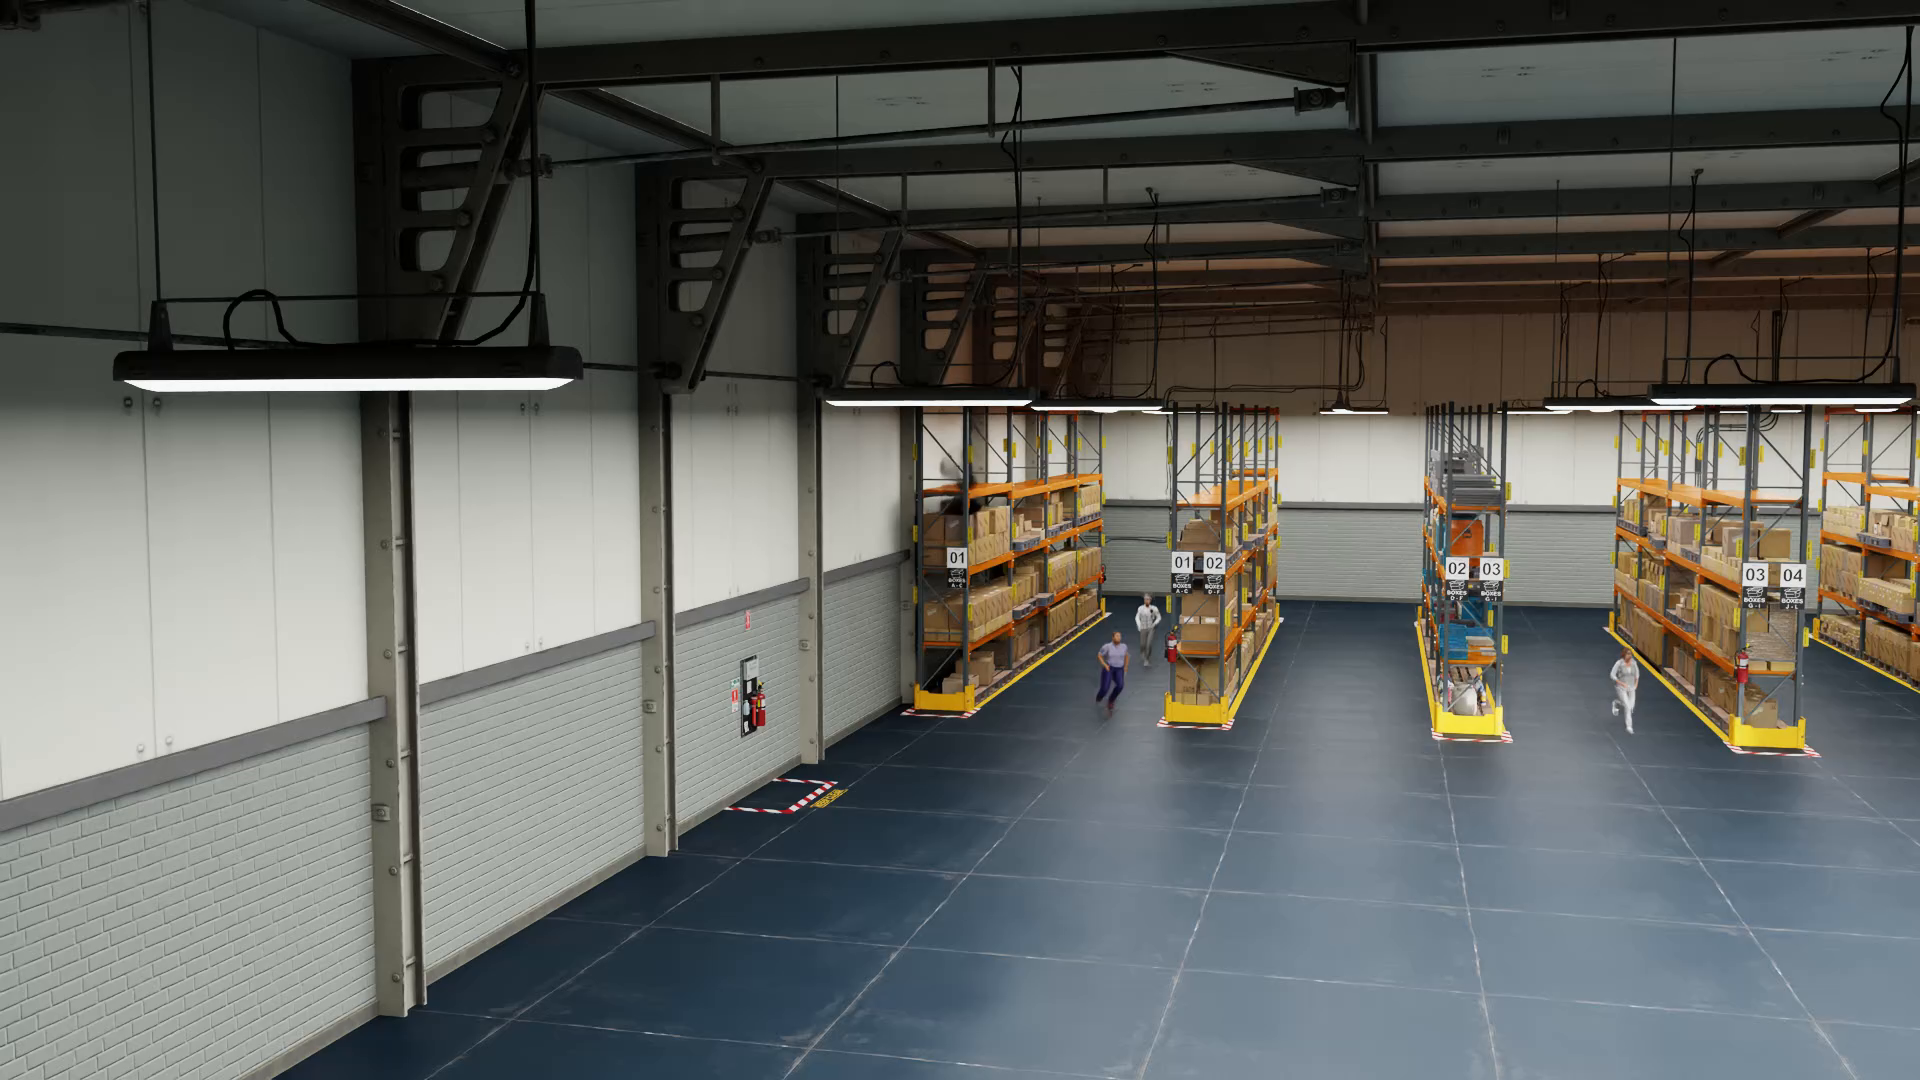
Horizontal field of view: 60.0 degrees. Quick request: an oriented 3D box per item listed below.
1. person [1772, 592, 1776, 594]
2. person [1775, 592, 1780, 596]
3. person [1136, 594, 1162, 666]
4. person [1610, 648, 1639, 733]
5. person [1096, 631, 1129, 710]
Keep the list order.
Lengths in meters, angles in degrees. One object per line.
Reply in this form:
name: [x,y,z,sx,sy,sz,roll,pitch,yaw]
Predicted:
person: [18.938,2.032,38.809,0.601,1.659,0.516,1,4,14]
person: [21.550,1.611,43.953,0.521,1.746,0.688,-2,5,-25]
person: [4.338,2.064,38.436,0.583,1.671,0.586,1,4,14]
person: [12.125,2.724,30.412,0.567,1.565,0.665,-1,4,-8]
person: [2.947,2.479,31.724,0.667,1.497,0.702,-1,4,-7]
